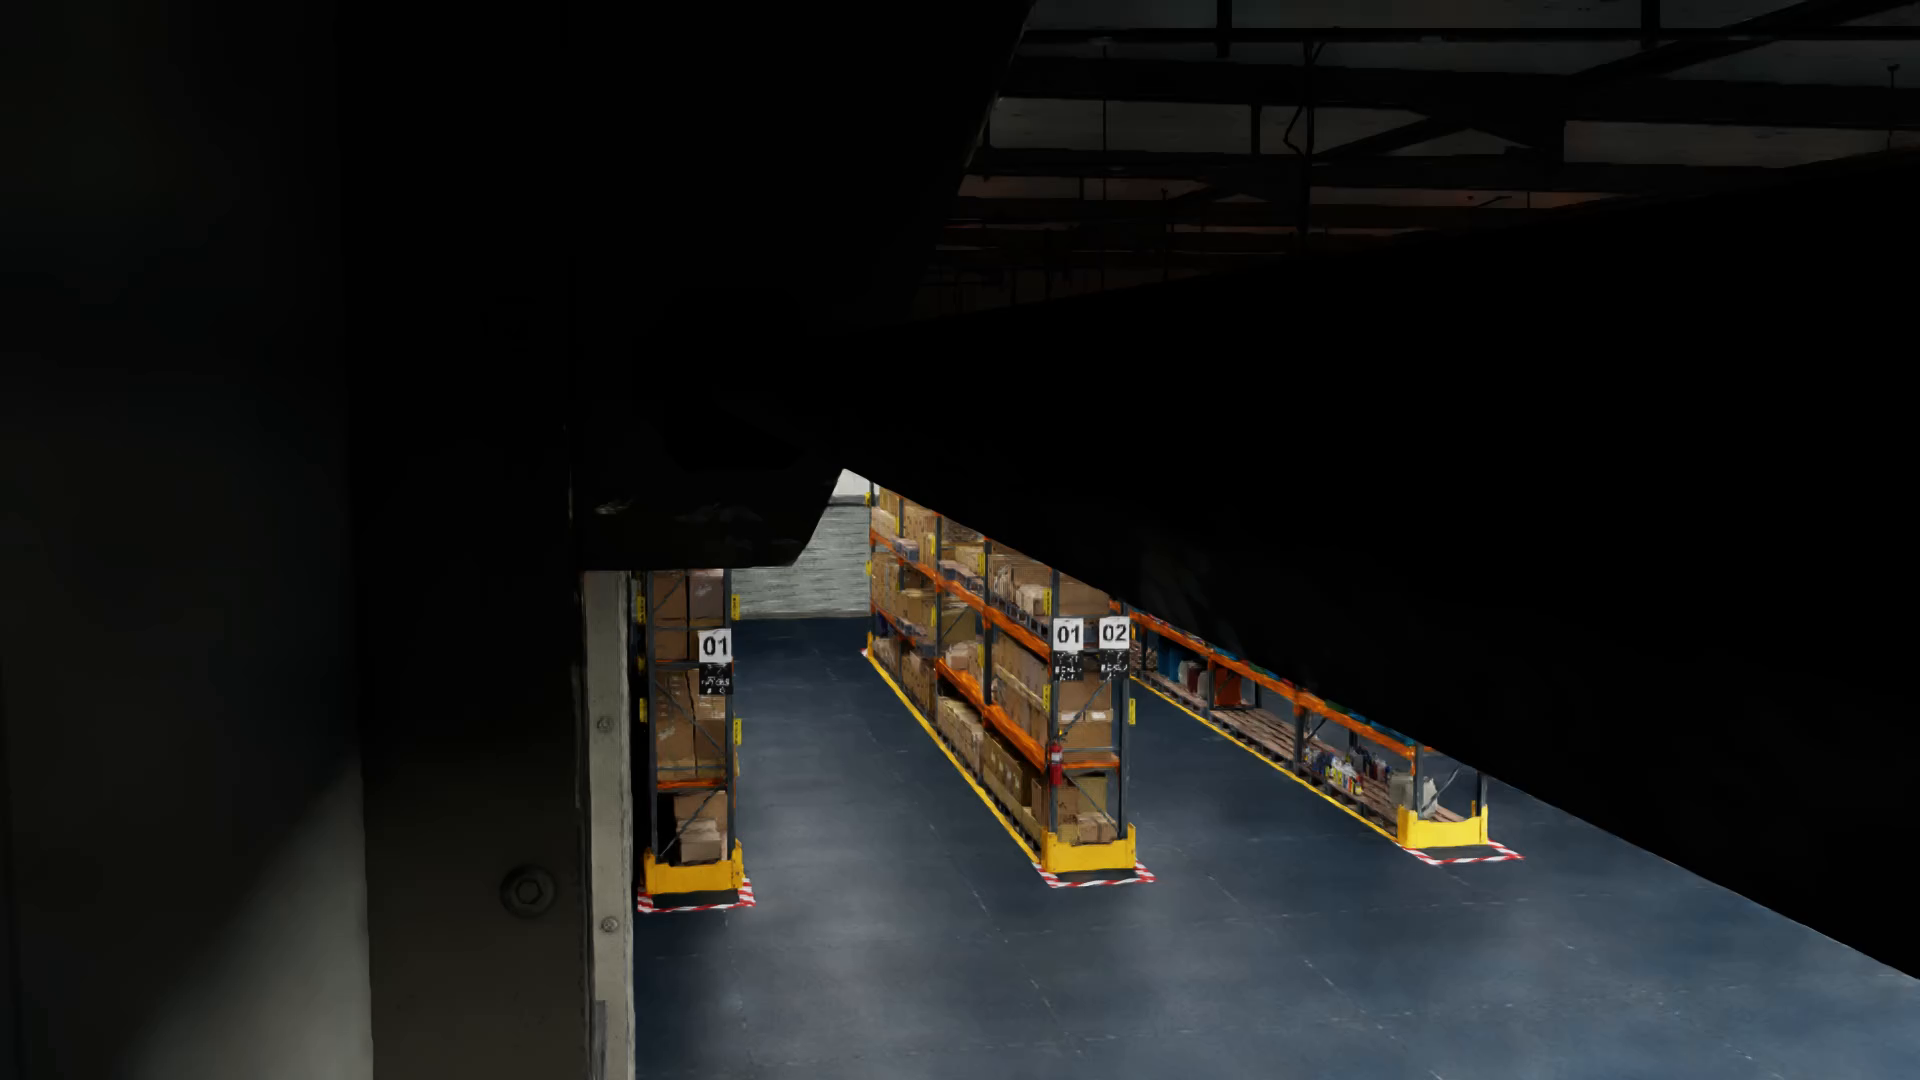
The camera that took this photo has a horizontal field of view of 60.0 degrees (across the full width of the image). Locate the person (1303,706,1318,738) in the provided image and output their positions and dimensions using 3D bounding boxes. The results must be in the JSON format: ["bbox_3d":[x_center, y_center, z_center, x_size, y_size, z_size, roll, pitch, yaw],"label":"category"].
[{"bbox_3d":[5.970,2.557,28.385,0.341,1.605,0.559,-2,6,-19],"label":"person"}]

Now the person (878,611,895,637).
[{"bbox_3d":[-1.740,1.446,39.022,0.550,1.639,0.503,3,7,27],"label":"person"}]
